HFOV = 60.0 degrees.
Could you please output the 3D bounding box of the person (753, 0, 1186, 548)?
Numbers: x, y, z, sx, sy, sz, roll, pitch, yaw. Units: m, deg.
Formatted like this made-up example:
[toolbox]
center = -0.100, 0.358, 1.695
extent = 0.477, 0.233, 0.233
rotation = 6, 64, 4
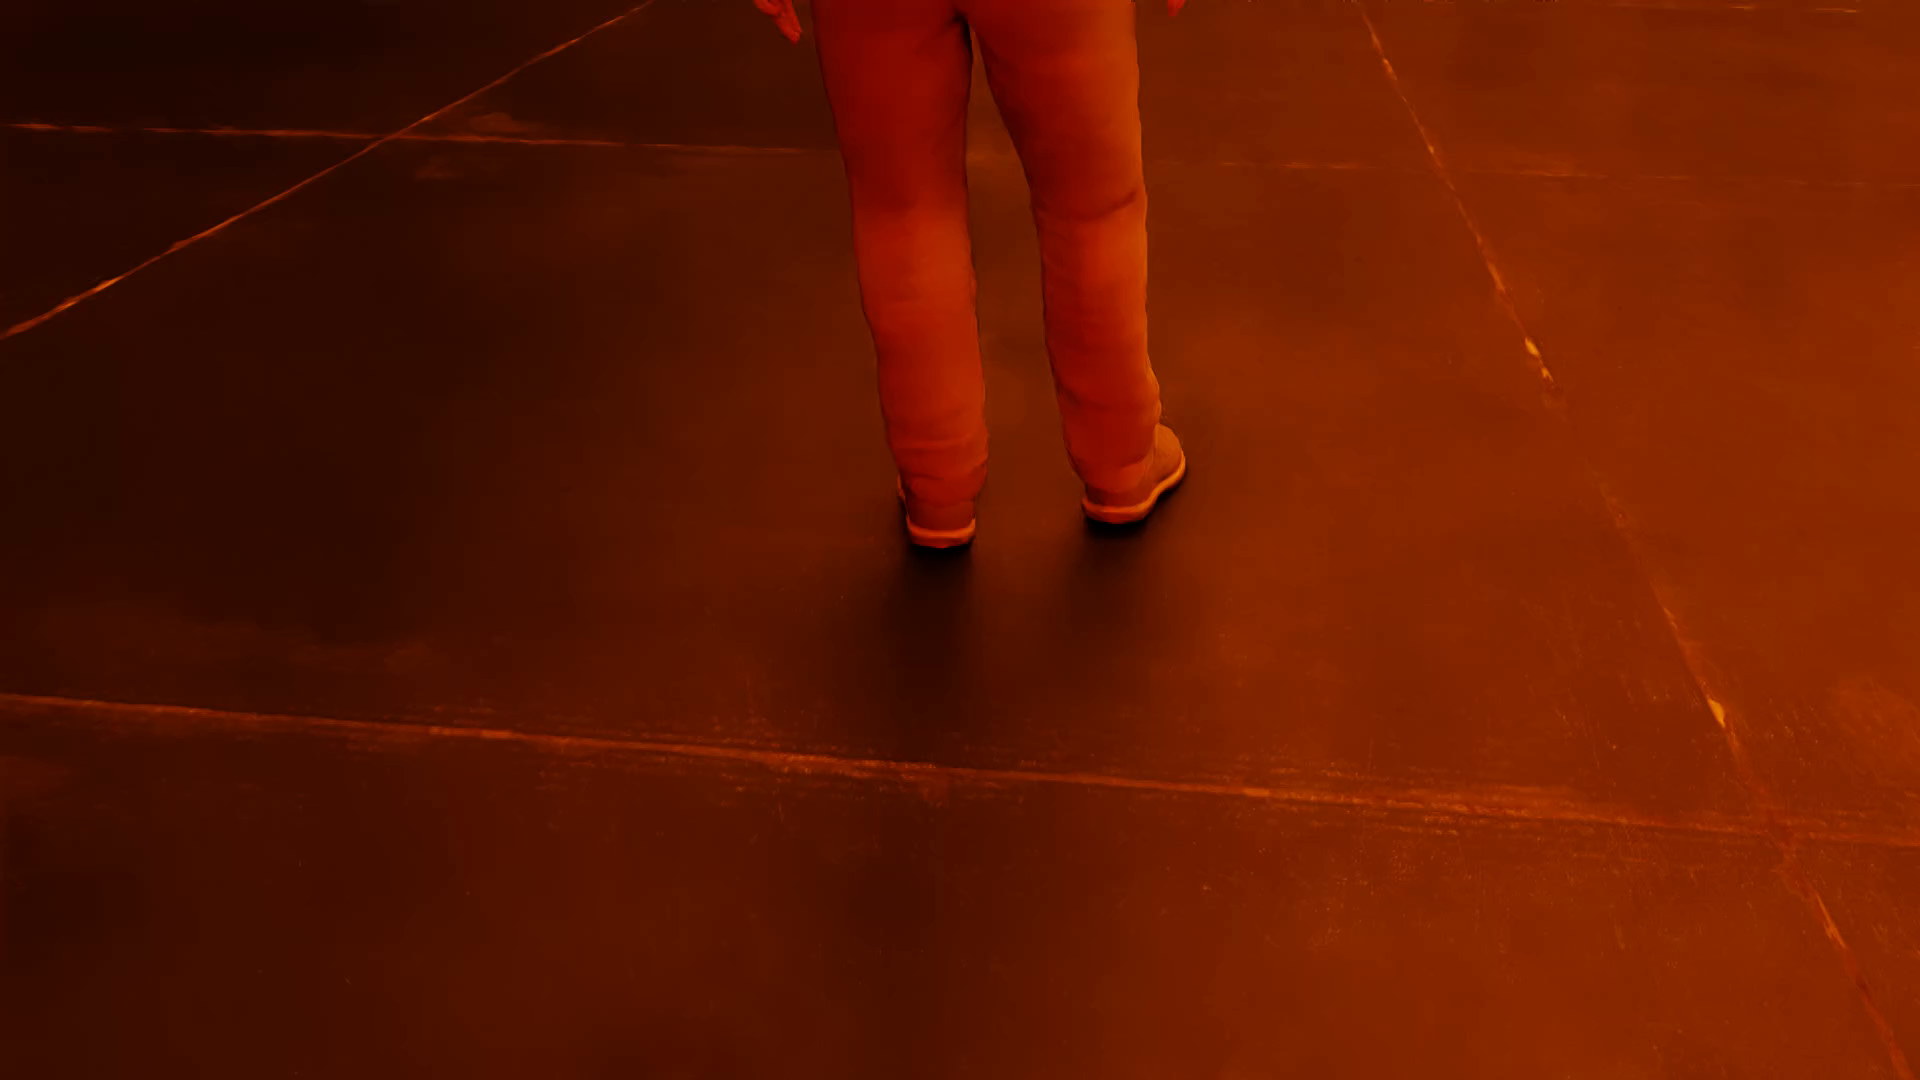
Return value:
[person]
center = 0.022, -0.835, 2.168
extent = 0.640, 1.773, 0.574
rotation = 3, 27, 7
